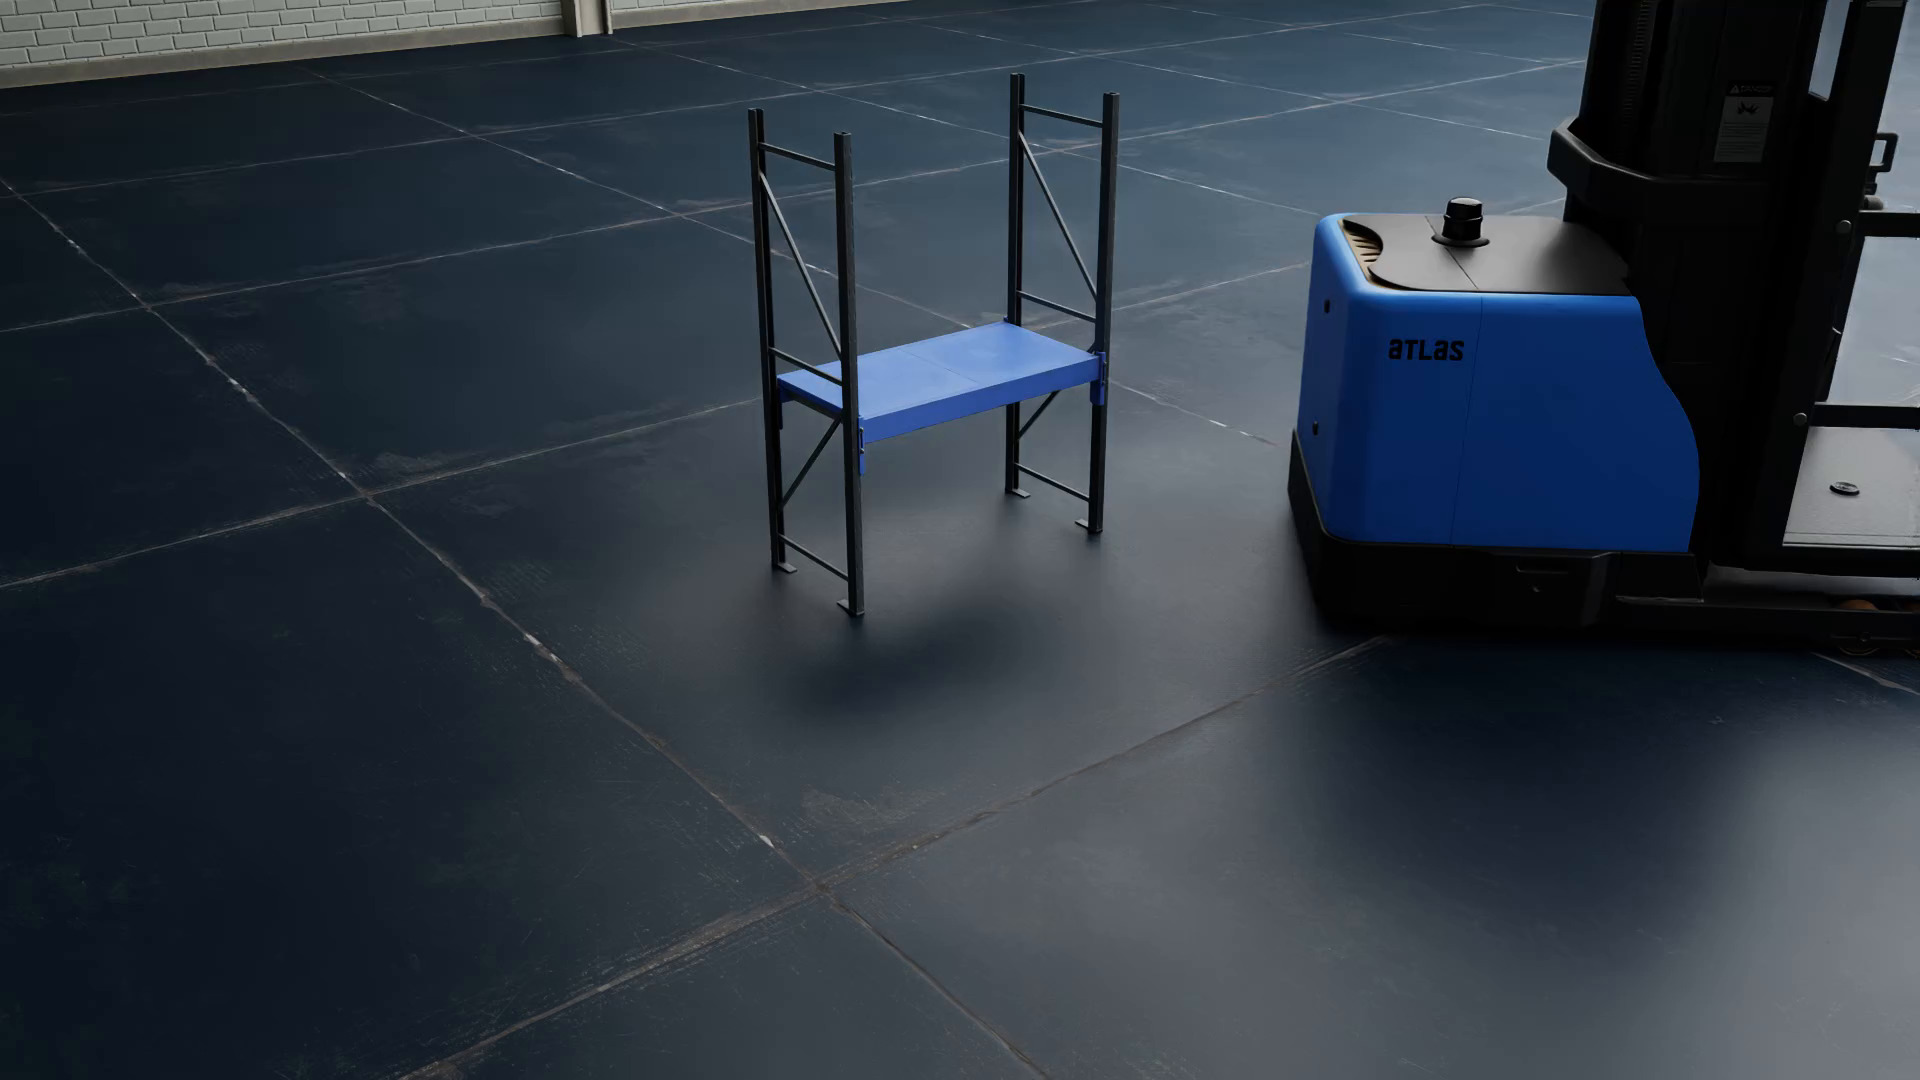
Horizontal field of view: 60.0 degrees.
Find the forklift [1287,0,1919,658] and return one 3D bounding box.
[{"bbox_3d":[2.648,-1.208,4.872,3.031,2.935,1.130,2,25,4],"label":"forklift"}]

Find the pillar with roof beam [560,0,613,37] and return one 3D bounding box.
[{"bbox_3d":[-1.083,-7.752,11.763,0.400,9.000,9.100,-18,31,-34],"label":"pillar with roof beam"}]

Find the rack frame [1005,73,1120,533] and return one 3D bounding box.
[{"bbox_3d":[0.333,-0.790,5.671,0.032,1.500,0.500,-18,31,-34],"label":"rack frame"}]

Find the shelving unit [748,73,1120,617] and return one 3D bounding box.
[{"bbox_3d":[-0.067,-0.658,5.387,1.048,1.500,0.538,-18,31,-34],"label":"shelving unit"}]

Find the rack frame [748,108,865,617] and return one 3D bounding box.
[{"bbox_3d":[-0.467,-0.526,5.102,0.032,1.500,0.500,-18,31,-34],"label":"rack frame"}]

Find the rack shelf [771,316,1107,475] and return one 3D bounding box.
[{"bbox_3d":[-0.067,-0.495,5.462,1.000,0.185,0.538,-18,31,-34],"label":"rack shelf"}]
